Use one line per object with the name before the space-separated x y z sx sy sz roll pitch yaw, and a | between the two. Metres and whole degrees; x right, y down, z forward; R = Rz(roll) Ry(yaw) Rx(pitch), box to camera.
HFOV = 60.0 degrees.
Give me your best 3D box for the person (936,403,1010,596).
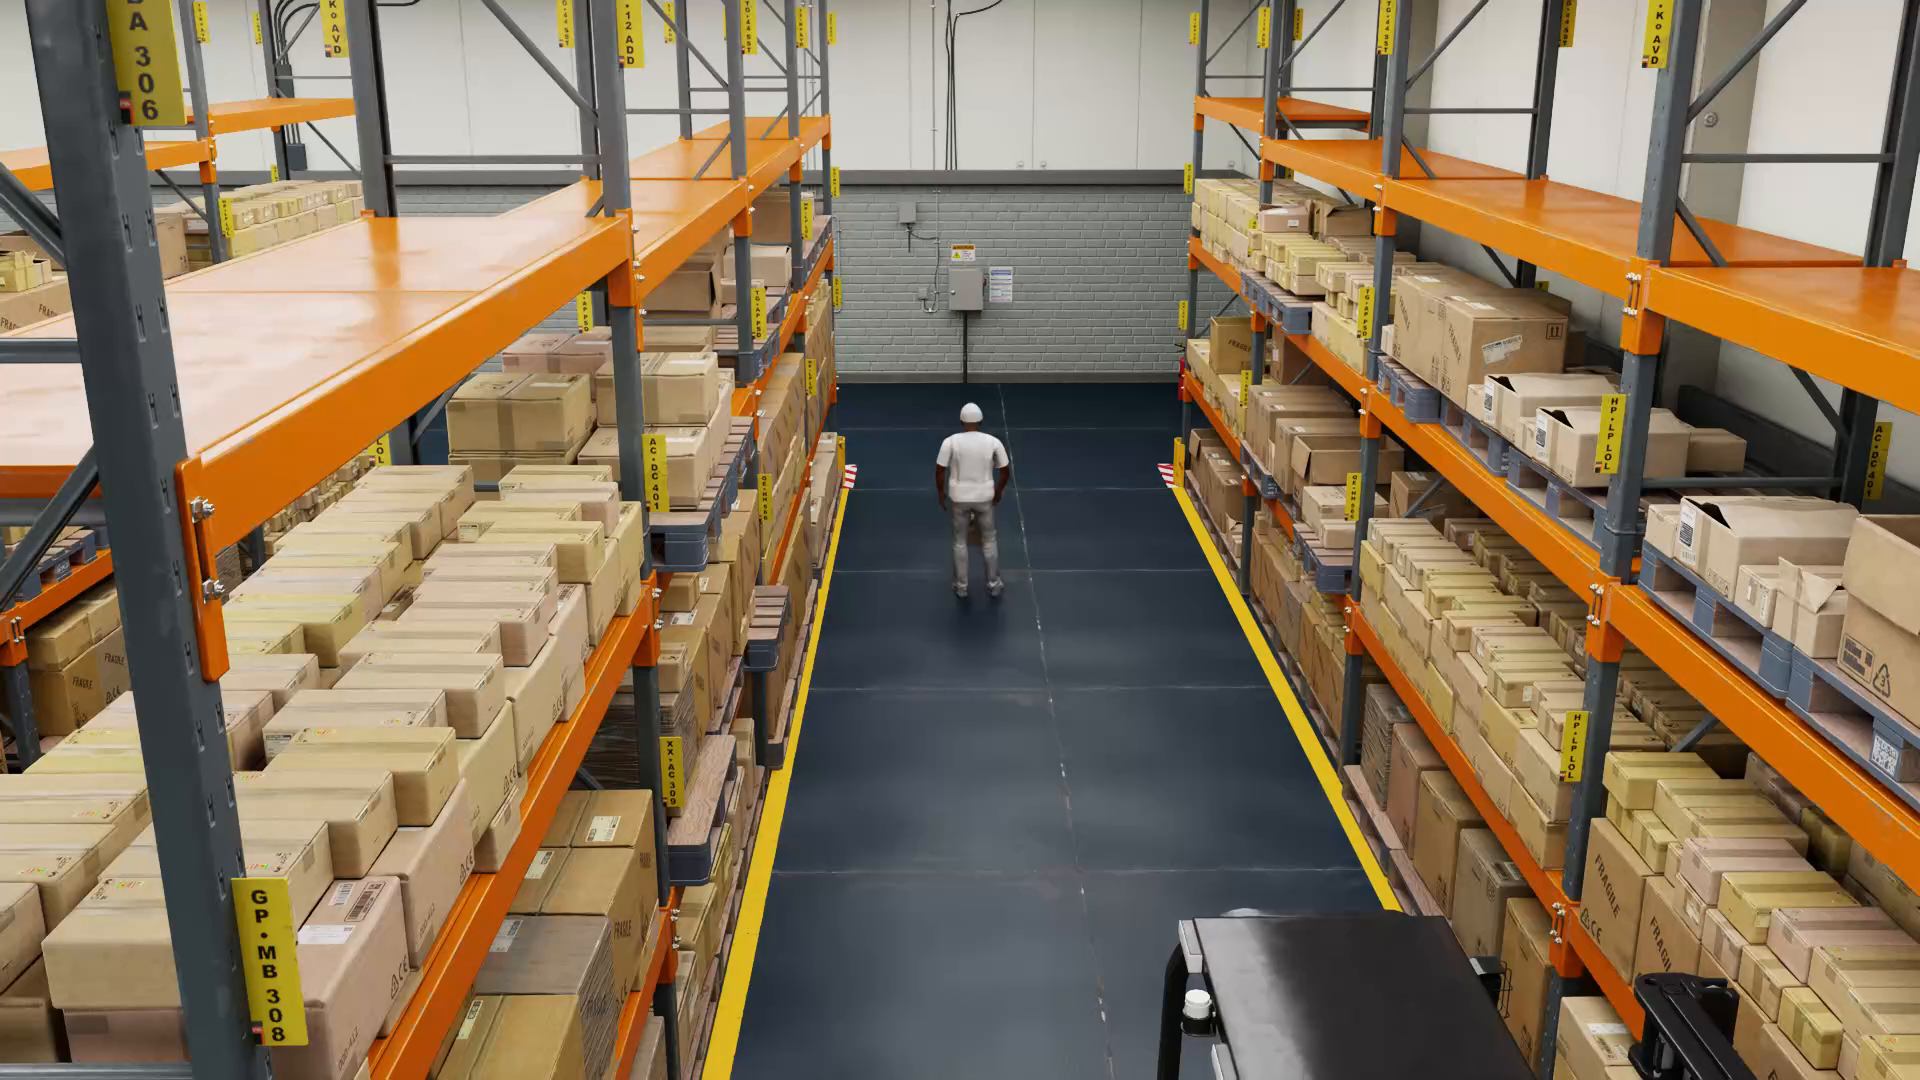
person | 0.117 -0.379 15.261 0.670 1.755 0.453 0 17 -1
